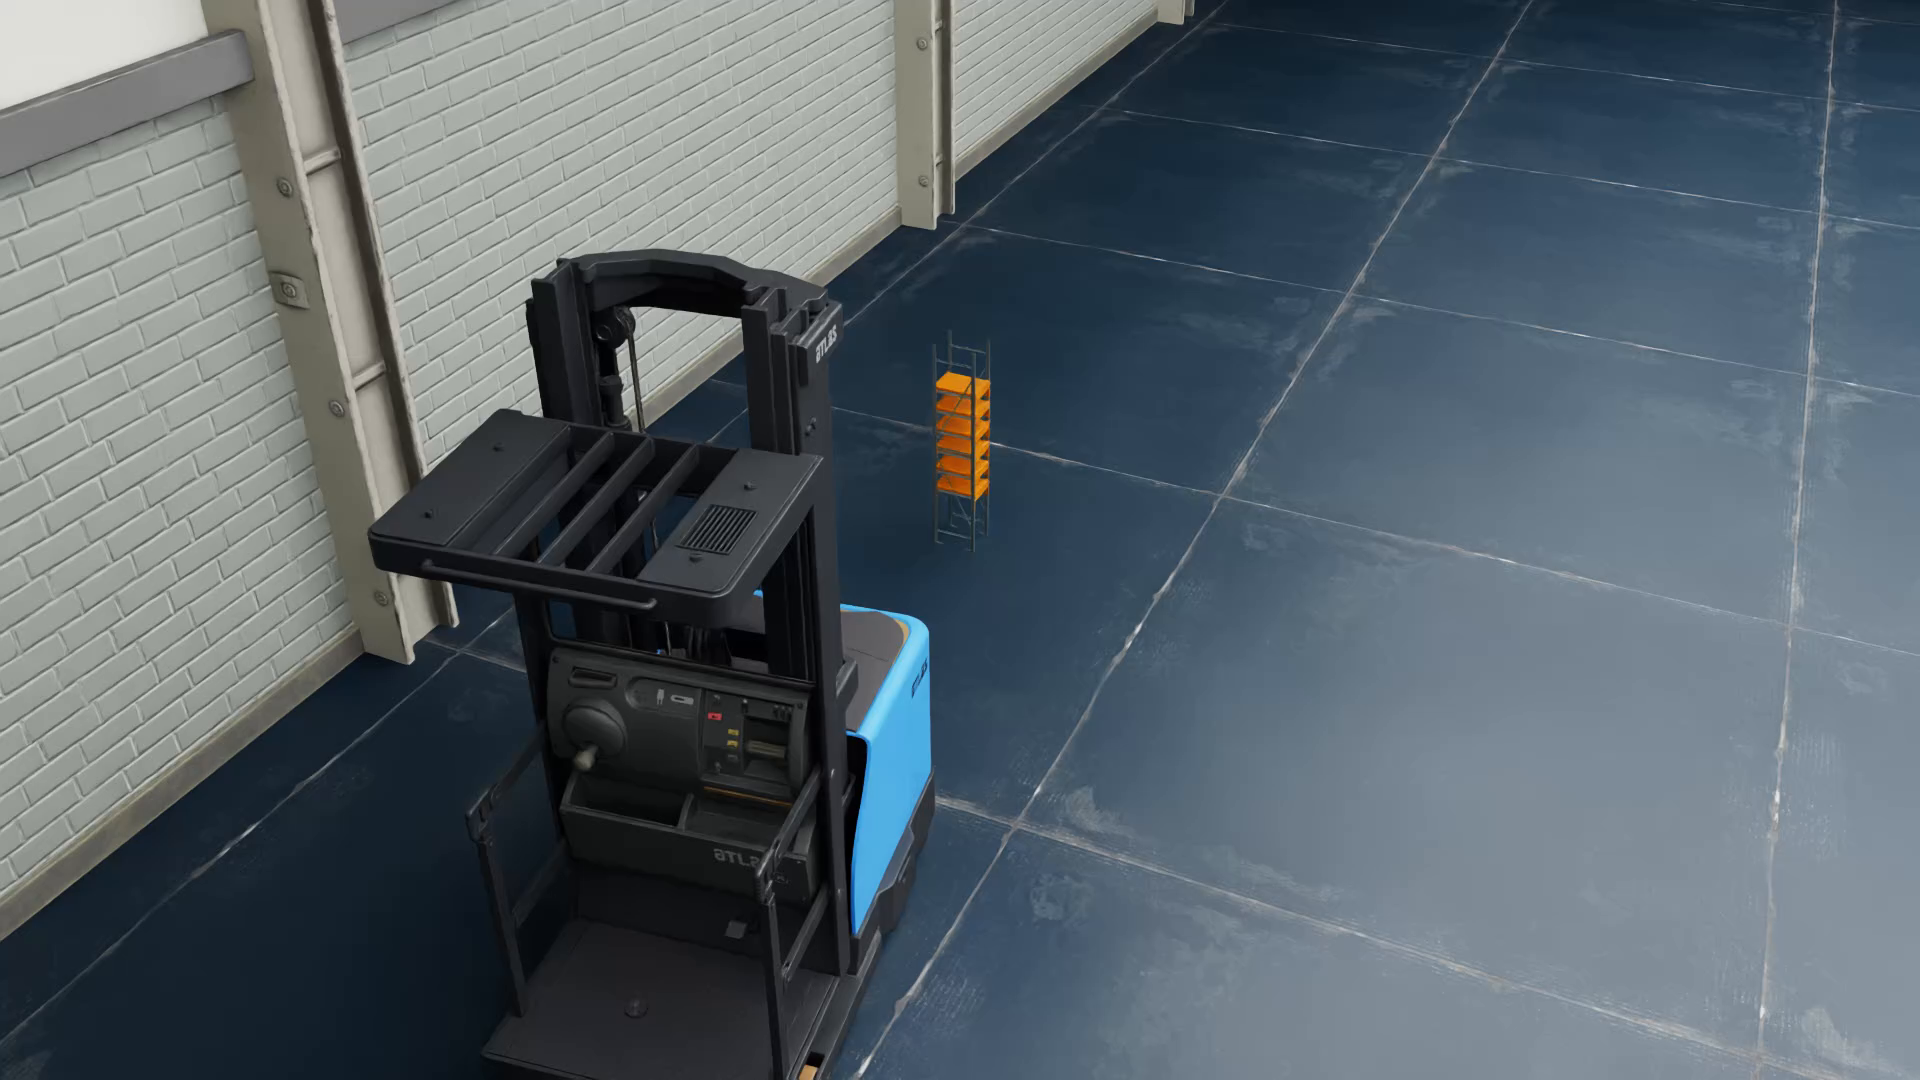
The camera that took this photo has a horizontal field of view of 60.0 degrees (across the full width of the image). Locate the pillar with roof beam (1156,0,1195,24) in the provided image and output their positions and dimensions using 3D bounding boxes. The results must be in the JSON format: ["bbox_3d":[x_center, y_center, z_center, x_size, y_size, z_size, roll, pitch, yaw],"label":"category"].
[{"bbox_3d":[6.161,-8.270,13.524,9.100,9.000,0.400,14,36,20],"label":"pillar with roof beam"}]

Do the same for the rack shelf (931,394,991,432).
[{"bbox_3d":[0.006,-0.672,8.693,0.258,0.103,0.180,14,36,20],"label":"rack shelf"}]

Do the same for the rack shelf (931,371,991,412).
[{"bbox_3d":[0.006,-0.773,8.627,0.258,0.103,0.180,14,36,20],"label":"rack shelf"}]

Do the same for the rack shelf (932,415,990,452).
[{"bbox_3d":[0.006,-0.572,8.759,0.258,0.103,0.180,14,36,20],"label":"rack shelf"}]

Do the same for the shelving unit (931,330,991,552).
[{"bbox_3d":[0.006,-0.509,8.800,0.258,1.200,0.189,14,36,20],"label":"shelving unit"}]

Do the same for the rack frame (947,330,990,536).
[{"bbox_3d":[0.044,-0.555,8.870,0.240,1.200,0.006,14,36,20],"label":"rack frame"}]

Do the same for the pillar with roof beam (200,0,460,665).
[{"bbox_3d":[1.140,-2.293,4.409,9.100,9.000,0.400,14,36,20],"label":"pillar with roof beam"}]

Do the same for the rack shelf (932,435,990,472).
[{"bbox_3d":[0.006,-0.472,8.825,0.258,0.103,0.180,14,36,20],"label":"rack shelf"}]

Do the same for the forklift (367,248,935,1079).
[{"bbox_3d":[-1.009,0.687,5.398,1.130,2.935,3.031,9,34,13],"label":"forklift"}]

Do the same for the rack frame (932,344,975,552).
[{"bbox_3d":[-0.032,-0.463,8.731,0.240,1.200,0.006,14,36,20],"label":"rack frame"}]

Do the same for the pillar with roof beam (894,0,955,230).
[{"bbox_3d":[3.651,-5.282,8.967,9.100,9.000,0.400,14,36,20],"label":"pillar with roof beam"}]

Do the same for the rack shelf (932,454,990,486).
[{"bbox_3d":[0.006,-0.371,8.891,0.258,0.103,0.180,14,36,20],"label":"rack shelf"}]

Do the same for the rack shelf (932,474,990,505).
[{"bbox_3d":[0.006,-0.271,8.956,0.258,0.103,0.180,14,36,20],"label":"rack shelf"}]
